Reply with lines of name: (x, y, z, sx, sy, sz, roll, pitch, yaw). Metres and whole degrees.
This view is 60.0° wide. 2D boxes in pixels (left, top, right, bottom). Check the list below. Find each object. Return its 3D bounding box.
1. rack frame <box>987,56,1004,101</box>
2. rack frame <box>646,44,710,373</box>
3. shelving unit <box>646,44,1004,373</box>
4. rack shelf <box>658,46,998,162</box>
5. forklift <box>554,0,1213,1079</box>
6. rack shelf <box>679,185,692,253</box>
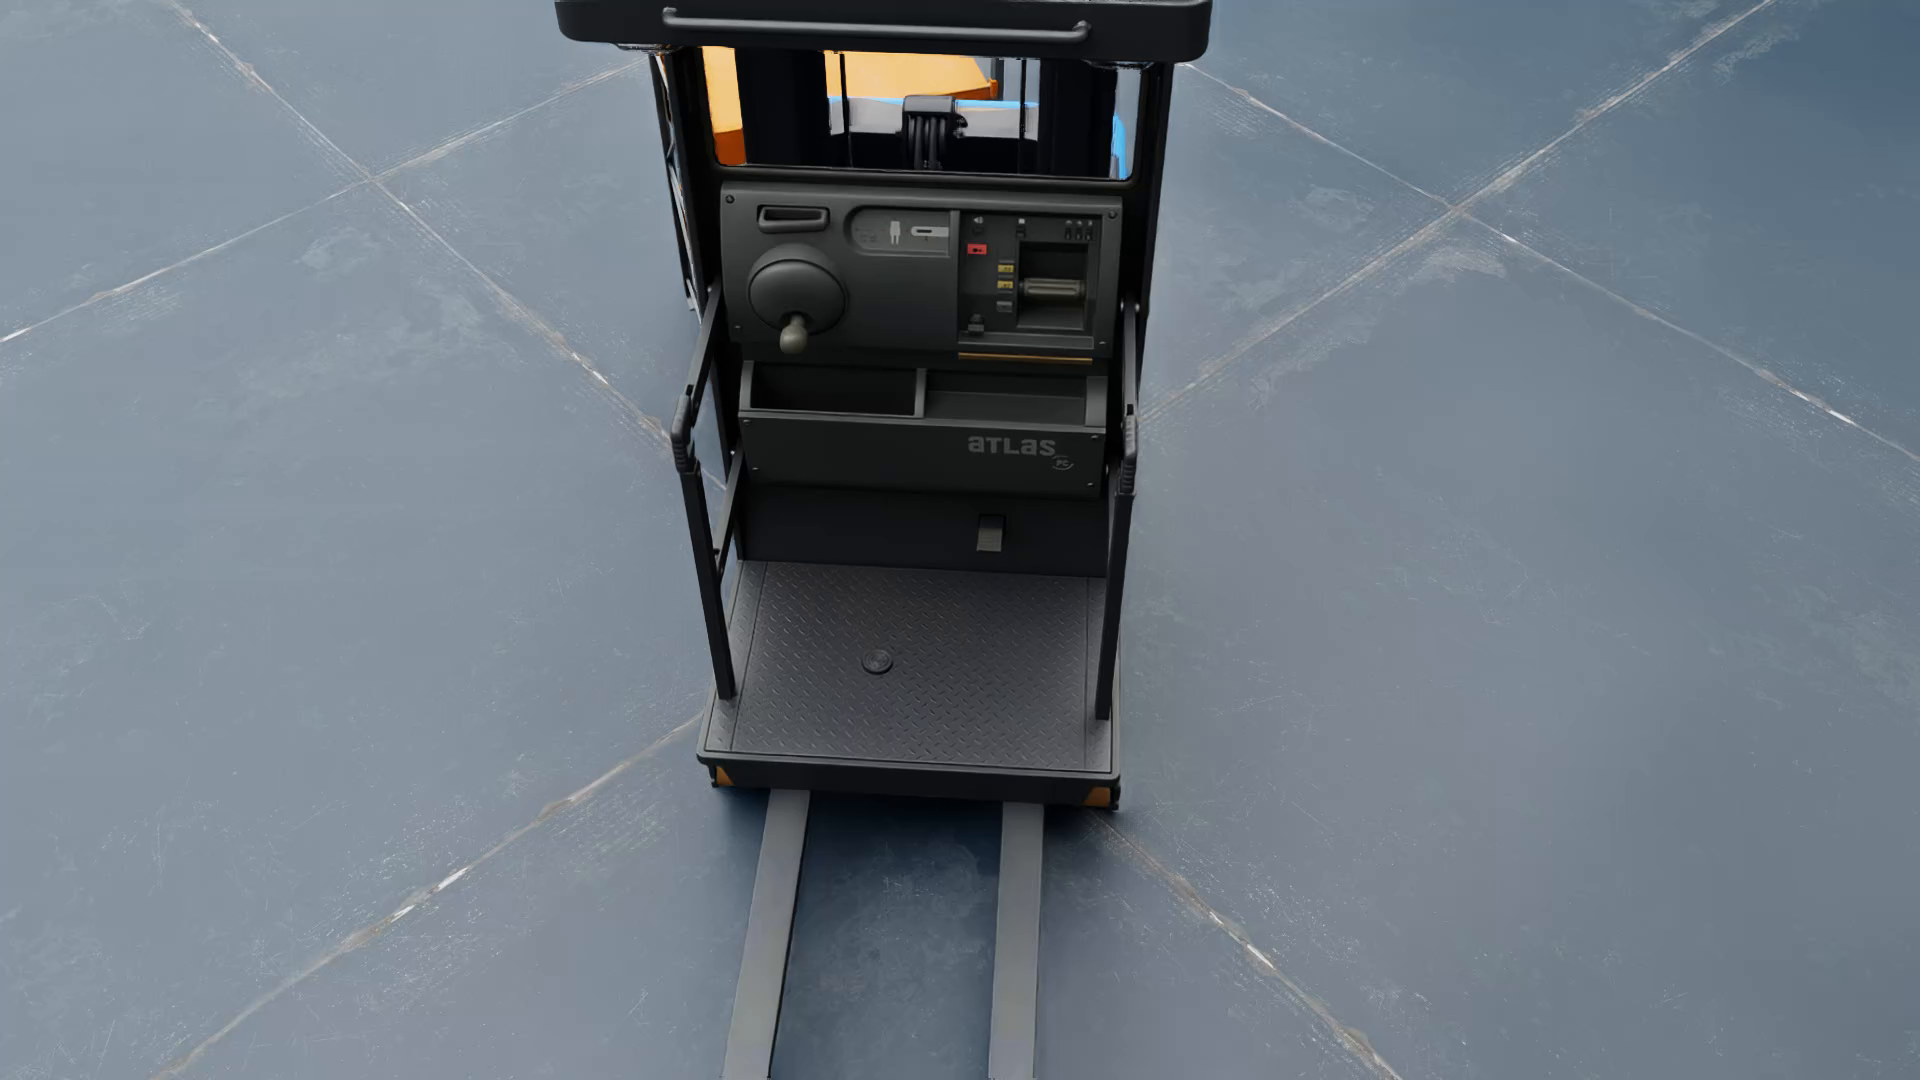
rack frame: (0.051, -1.339, 5.720, 0.032, 1.125, 0.500, -13, 49, -12)
rack frame: (-0.920, -1.118, 5.516, 0.032, 1.125, 0.500, -13, 49, -12)
shelving unit: (-0.435, -1.228, 5.618, 1.048, 1.125, 0.538, -13, 49, -12)
rack shelf: (-0.435, -1.427, 5.403, 1.000, 0.278, 0.538, -13, 49, -12)
forklift: (-0.105, -0.520, 3.736, 1.130, 2.935, 3.031, 3, 47, 3)
rack shelf: (-0.435, -1.062, 5.798, 1.000, 0.278, 0.538, -13, 49, -12)
